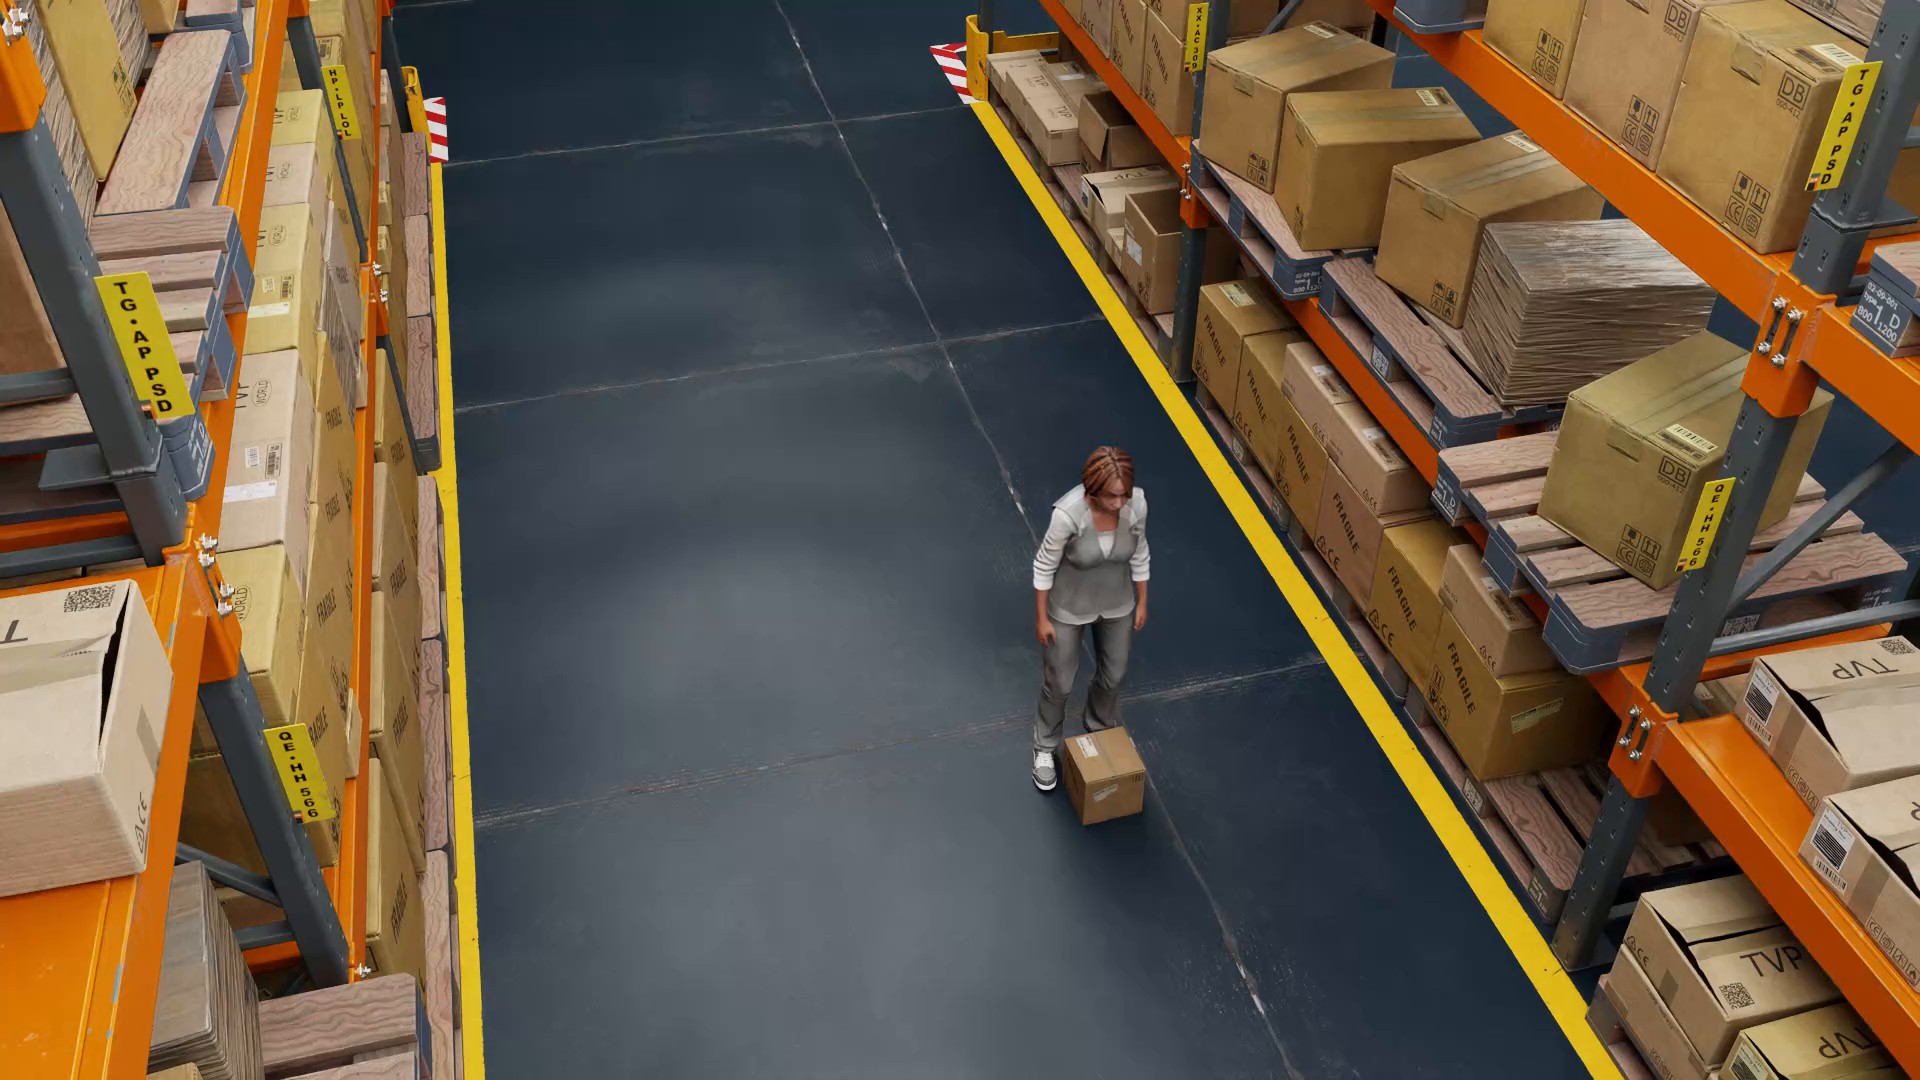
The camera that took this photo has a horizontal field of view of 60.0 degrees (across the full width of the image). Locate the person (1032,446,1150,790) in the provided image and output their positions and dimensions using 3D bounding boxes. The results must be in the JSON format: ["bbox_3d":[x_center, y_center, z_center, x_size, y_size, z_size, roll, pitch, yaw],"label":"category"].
[{"bbox_3d":[0.501,0.276,6.378,0.467,1.592,0.350,-10,40,-12],"label":"person"}]
